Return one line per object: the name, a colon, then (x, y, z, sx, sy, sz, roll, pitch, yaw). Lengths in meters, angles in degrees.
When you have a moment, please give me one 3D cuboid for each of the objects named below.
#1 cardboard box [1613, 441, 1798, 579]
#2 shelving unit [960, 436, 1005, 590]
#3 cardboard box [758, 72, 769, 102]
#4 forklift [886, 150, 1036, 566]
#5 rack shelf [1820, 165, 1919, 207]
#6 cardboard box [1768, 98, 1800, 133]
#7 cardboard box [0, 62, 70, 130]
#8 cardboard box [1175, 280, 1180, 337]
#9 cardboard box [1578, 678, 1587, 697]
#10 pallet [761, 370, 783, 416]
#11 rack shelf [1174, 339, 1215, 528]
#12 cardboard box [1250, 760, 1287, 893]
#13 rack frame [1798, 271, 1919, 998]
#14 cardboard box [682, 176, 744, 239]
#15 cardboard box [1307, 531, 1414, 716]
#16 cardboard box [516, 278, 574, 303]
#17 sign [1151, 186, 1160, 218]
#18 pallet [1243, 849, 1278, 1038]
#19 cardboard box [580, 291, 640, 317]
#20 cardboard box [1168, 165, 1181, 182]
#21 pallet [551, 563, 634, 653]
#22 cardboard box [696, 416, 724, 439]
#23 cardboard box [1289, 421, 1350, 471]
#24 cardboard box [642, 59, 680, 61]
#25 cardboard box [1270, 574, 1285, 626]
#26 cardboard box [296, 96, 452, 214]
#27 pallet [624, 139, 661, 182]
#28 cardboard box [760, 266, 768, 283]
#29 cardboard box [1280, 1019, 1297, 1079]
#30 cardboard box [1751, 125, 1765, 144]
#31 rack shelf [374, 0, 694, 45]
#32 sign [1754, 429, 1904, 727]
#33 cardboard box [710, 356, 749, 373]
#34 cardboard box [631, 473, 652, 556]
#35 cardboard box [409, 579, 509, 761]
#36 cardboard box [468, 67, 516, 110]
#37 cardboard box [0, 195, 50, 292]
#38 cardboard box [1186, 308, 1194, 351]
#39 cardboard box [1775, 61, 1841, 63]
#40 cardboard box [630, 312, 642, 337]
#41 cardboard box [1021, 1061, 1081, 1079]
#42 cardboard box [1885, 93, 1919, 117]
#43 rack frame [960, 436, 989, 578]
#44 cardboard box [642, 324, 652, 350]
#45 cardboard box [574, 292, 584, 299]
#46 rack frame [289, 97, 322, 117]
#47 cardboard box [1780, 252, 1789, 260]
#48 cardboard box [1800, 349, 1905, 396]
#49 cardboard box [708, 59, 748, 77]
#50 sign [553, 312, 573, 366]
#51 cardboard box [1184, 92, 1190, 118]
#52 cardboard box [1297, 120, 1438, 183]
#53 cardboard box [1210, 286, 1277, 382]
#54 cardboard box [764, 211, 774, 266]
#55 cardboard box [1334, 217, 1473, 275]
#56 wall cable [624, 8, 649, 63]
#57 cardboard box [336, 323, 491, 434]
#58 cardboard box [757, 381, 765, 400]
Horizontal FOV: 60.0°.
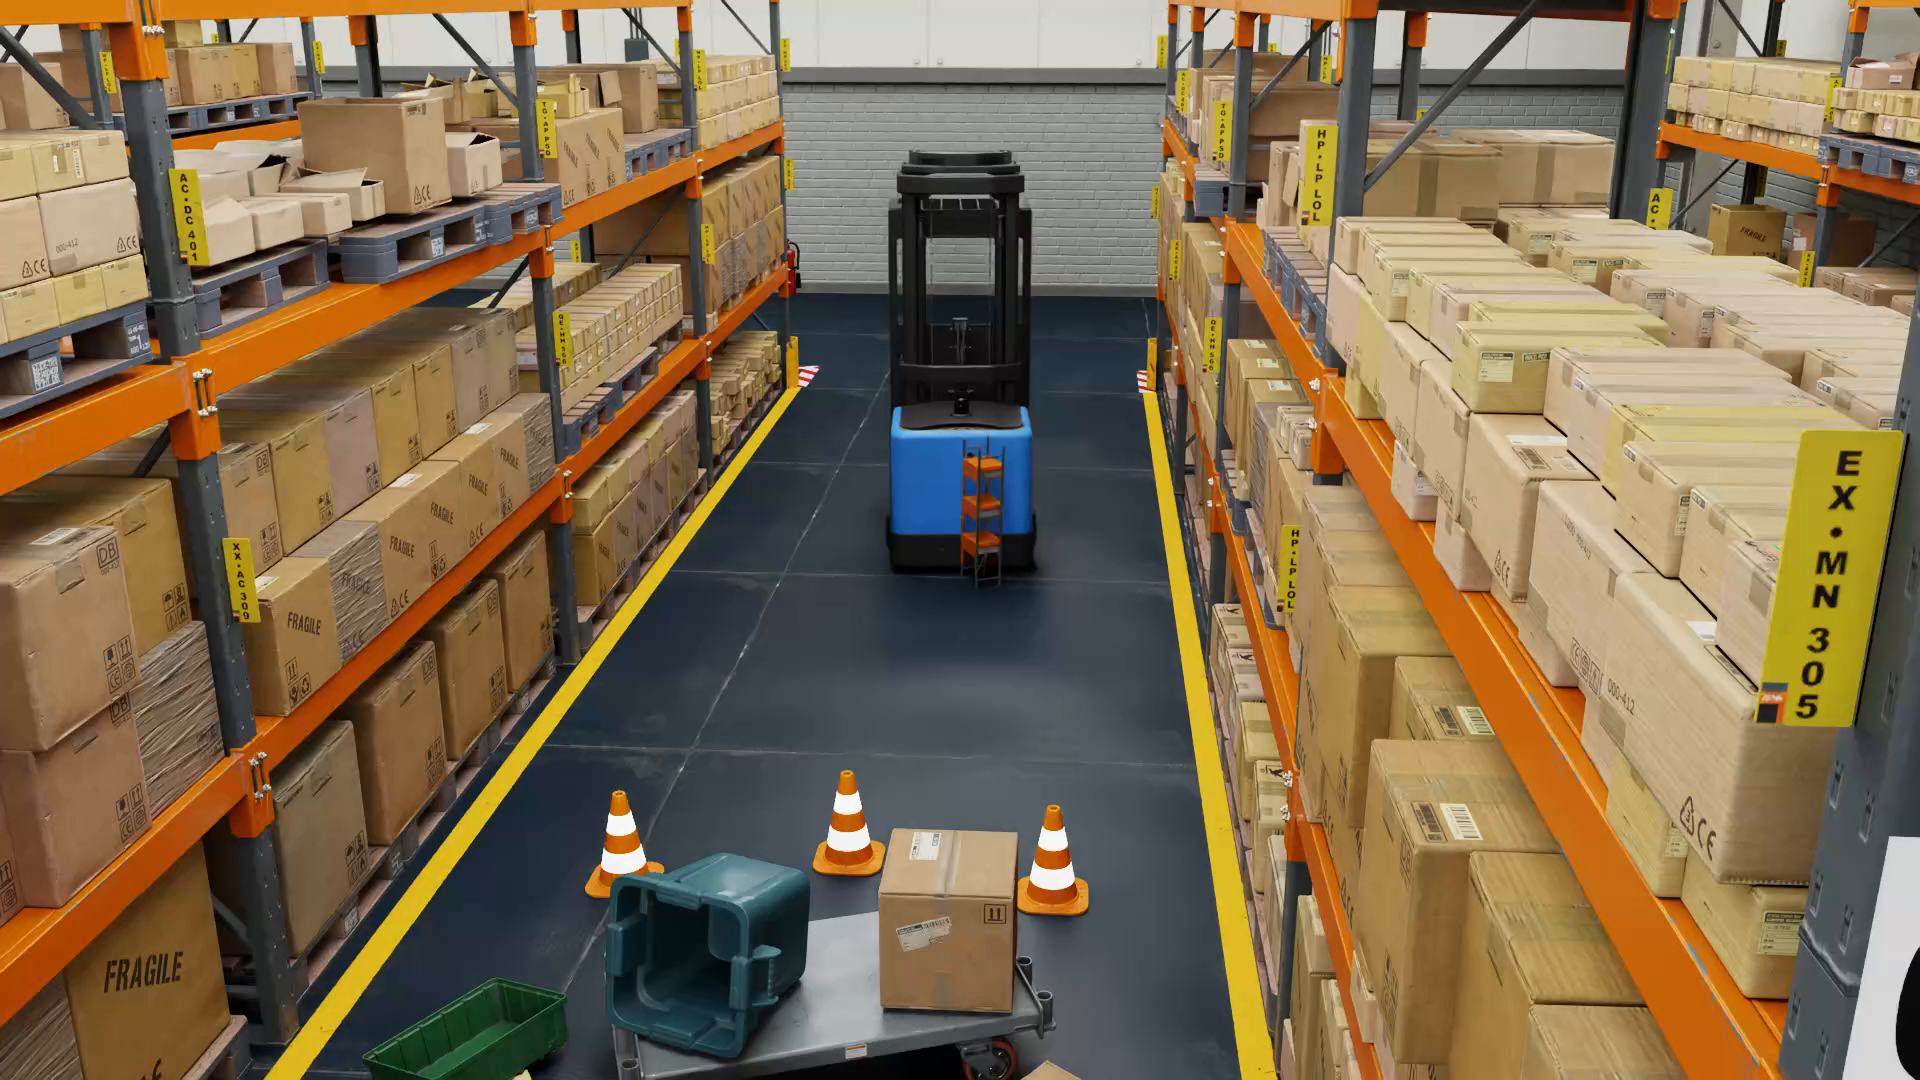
cardboard box: (1.242, -0.047, 2.555, 0.380, 0.149, 0.250, 1, 18, 3)
shelving unit: (0.156, -0.188, 11.793, 0.215, 1.050, 0.252, -8, 23, -24)
cardboard box: (-2.157, -4.424, 16.228, 0.500, 0.250, 0.500, 1, 18, 2)
forklift: (-0.004, -1.607, 13.120, 1.130, 2.935, 3.031, 0, 18, -1)
rack shelf: (7.123, -2.171, 11.070, 1.077, 0.370, 4.000, 1, 18, 4)
cardboard box: (7.078, -3.521, 13.798, 0.500, 0.250, 0.500, 1, 18, 2)
cardboard box: (-7.601, -3.532, 13.232, 0.700, 0.500, 0.500, 2, 18, 5)
cardboard box: (2.094, -2.016, 14.097, 0.500, 0.500, 0.500, 1, 18, 4)
cardboard box: (1.325, 0.249, 2.933, 0.380, 0.149, 0.250, 1, 18, 4)
pallet: (-2.441, -1.540, 17.282, 1.003, 0.211, 1.213, 1, 18, 4)
rack shelf: (2.172, -0.855, 11.871, 1.077, 0.370, 4.000, 1, 18, 4)
cardboard box: (1.825, 1.329, 7.595, 0.950, 0.372, 0.625, 2, 18, 7)
rack frame: (1.455, -0.942, 1.347, 1.000, 3.000, 0.127, 1, 18, 4)
cardboard box: (-2.265, -3.013, 15.058, 0.500, 0.500, 0.500, 2, 18, 5)
cardboard box: (1.436, 0.292, 4.970, 0.700, 0.500, 0.500, 1, 18, 4)
cardboard box: (-3.171, -1.905, 12.692, 0.380, 0.149, 0.250, 1, 18, 3)
sign: (2.049, -3.524, 17.343, 0.100, 0.325, 0.005, 1, 18, 4)
pallet: (1.796, 1.750, 7.245, 1.003, 0.211, 1.213, 1, 18, 4)
cardboard box: (-2.557, -1.727, 12.149, 0.380, 0.149, 0.250, 0, 18, 1)
cardboard box: (2.219, -3.544, 16.114, 0.380, 0.149, 0.250, 1, 18, 2)
pallet: (-2.858, 0.427, 11.280, 1.003, 0.211, 1.213, 1, 18, 4)
cardboard box: (-2.284, -0.989, 14.551, 0.380, 0.149, 0.250, 2, 18, 6)
cardboard box: (1.586, -0.393, 6.951, 0.380, 0.149, 0.250, 1, 18, 2)
cardboard box: (-2.766, -4.426, 15.595, 0.380, 0.149, 0.250, 2, 18, 6)
cardboard box: (1.523, 0.258, 7.048, 0.380, 0.149, 0.250, 1, 18, 3)
cardboard box: (-2.761, -1.829, 7.875, 0.500, 0.500, 0.500, 1, 18, 4)
pallet: (-2.851, -2.722, 11.898, 1.213, 0.211, 1.003, 1, 18, 4)
cardboard box: (-2.137, -2.678, 16.683, 0.380, 0.149, 0.250, 2, 18, 5)
cardboard box: (1.430, 1.951, 5.894, 0.500, 0.250, 0.500, 0, 18, 1)
cardboard box: (7.129, -3.529, 14.462, 0.380, 0.149, 0.250, 1, 18, 4)
rack shelf: (-2.772, -3.595, 11.241, 1.077, 0.370, 4.000, 1, 18, 4)
sign: (0.903, 0.044, 1.733, 0.100, 0.325, 0.005, 1, 18, 4)
cardboard box: (-2.270, -1.694, 16.225, 0.380, 0.149, 0.250, 1, 18, 2)
cardboard box: (-2.546, -0.197, 12.046, 0.500, 0.500, 0.500, 1, 18, 3)
cardboard box: (-3.108, 0.673, 8.990, 1.050, 0.750, 0.750, 2, 18, 5)
cardboard box: (-3.074, -3.023, 11.125, 0.396, 0.266, 0.258, 1, 18, 4)
cardboard box: (-3.018, -0.840, 4.779, 0.500, 0.250, 0.500, 1, 18, 4)
cardboard box: (1.931, -1.536, 12.230, 0.500, 0.250, 0.500, 2, 18, 5)
cardboard box: (7.736, -4.218, 15.121, 0.500, 0.250, 0.500, 1, 18, 4)
cardboard box: (-2.551, -1.582, 12.184, 0.380, 0.149, 0.250, 1, 18, 4)
cardboard box: (0.308, 2.155, 5.538, 0.500, 0.500, 0.500, 17, 25, 41)
cardboard box: (6.807, -3.077, 11.771, 0.380, 0.149, 0.250, 1, 18, 3)
rack frame: (0.104, -0.228, 11.896, 0.200, 1.050, 0.008, -8, 23, -24)
cardboard box: (-2.530, -1.527, 12.496, 0.380, 0.149, 0.250, 1, 18, 2)
cardboard box: (-3.151, -1.846, 12.991, 0.380, 0.149, 0.250, 2, 18, 5)
rack frame: (-7.282, -3.282, 18.122, 1.000, 3.000, 0.127, 1, 18, 4)
cardboard box: (7.707, -2.559, 15.677, 0.500, 0.250, 0.500, 2, 18, 6)
cardboard box: (1.881, -0.272, 3.241, 0.380, 0.149, 0.250, 2, 18, 5)
cardboard box: (-2.196, -4.414, 15.557, 0.380, 0.149, 0.250, 2, 18, 5)
sign: (-2.362, -1.194, 9.890, 0.100, 0.325, 0.005, 1, 18, 4)
cardboard box: (2.042, -3.633, 13.755, 0.396, 0.266, 0.258, 2, 18, 6)
cardboard box: (1.708, -1.625, 7.012, 0.500, 0.250, 0.500, 2, 18, 5)
cardboard box: (1.805, -1.265, 10.200, 0.500, 0.500, 0.500, 1, 18, 2)
cardboard box: (-2.160, -3.023, 16.695, 0.500, 0.500, 0.500, 1, 18, 3)
cardboard box: (1.394, -0.928, 5.244, 0.380, 0.149, 0.250, 1, 18, 3)
wall cable: (-3.439, -9.341, 21.811, 2.277, 5.999, 0.120, 1, 18, 4)
cardboard box: (-2.993, -0.881, 9.030, 0.700, 0.500, 0.500, 1, 18, 3)
cardboard box: (-2.155, -1.497, 16.577, 0.380, 0.149, 0.250, 0, 18, 1)
